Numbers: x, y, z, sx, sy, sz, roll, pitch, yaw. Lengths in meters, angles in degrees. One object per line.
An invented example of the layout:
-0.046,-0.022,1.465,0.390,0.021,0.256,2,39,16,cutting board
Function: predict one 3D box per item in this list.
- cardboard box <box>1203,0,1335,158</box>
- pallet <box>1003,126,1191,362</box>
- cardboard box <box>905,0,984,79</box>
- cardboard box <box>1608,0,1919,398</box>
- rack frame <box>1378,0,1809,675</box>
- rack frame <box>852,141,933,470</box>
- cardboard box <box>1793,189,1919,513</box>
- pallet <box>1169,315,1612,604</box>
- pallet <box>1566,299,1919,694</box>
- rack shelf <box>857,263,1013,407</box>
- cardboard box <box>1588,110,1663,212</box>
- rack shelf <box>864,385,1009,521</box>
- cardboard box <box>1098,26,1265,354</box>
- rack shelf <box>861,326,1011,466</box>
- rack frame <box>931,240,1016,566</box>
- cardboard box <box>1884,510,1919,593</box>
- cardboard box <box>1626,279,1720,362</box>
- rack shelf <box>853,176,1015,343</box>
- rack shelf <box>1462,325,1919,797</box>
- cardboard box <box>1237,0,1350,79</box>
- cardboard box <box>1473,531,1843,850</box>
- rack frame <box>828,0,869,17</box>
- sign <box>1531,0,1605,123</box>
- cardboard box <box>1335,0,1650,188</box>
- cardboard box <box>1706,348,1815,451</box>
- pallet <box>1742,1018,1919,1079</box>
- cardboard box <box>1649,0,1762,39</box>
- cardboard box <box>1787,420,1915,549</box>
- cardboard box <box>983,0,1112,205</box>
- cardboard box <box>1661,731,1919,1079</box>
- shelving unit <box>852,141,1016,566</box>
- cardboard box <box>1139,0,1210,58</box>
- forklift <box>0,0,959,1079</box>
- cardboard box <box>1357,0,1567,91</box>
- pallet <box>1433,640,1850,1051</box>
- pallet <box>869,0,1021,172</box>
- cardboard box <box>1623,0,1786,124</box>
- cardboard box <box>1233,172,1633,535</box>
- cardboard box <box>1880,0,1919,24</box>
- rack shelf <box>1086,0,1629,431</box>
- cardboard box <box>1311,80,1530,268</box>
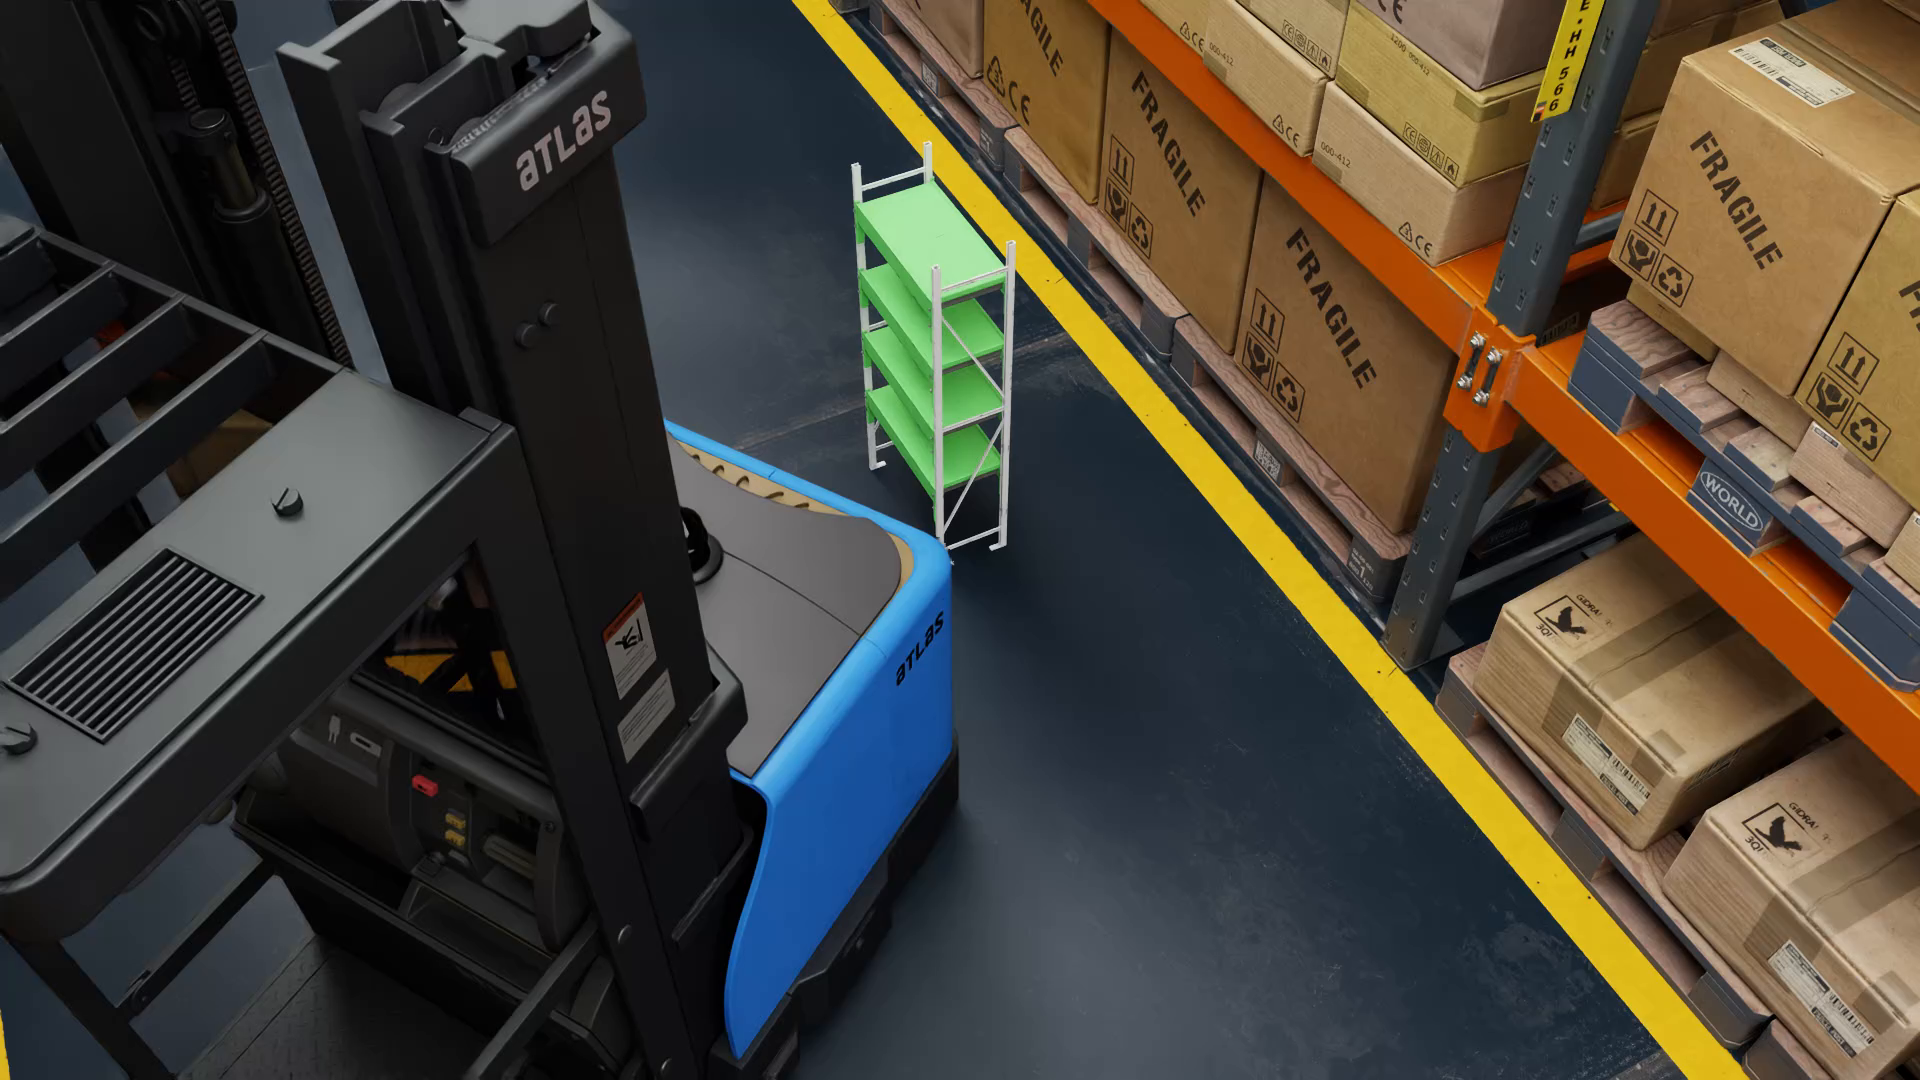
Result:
1.015,-1.341,4.530,0.500,0.250,0.500,-20,52,-17,cardboard box
0.877,-1.256,6.208,1.003,0.211,1.213,-21,52,-18,pallet
0.250,-2.533,6.606,0.875,0.875,0.875,-20,52,-16,cardboard box
1.726,-0.693,3.320,0.500,0.500,0.500,-23,53,-19,cardboard box
1.725,-0.805,3.961,1.000,3.000,0.127,-21,52,-18,rack frame
-0.187,-0.669,5.038,0.240,1.200,0.015,-21,52,-18,rack frame
1.970,-0.347,3.018,0.500,0.500,0.500,-19,51,-16,cardboard box
1.432,-0.441,5.495,1.003,0.211,1.213,-21,52,-18,pallet
2.146,-0.302,3.648,1.213,0.211,1.003,-21,52,-18,pallet
-0.076,-0.622,4.763,0.258,0.148,0.480,-21,52,-18,rack shelf
1.725,-1.170,4.380,0.500,0.250,0.500,-22,52,-18,cardboard box
-0.076,-0.306,5.124,0.258,0.148,0.480,-21,52,-18,rack shelf
1.079,-1.333,5.556,0.875,0.875,0.875,-21,52,-17,cardboard box
-0.076,-0.464,4.943,0.258,0.148,0.480,-21,52,-18,rack shelf
0.036,-0.342,4.752,0.240,1.200,0.015,-21,52,-18,rack frame
2.000,0.012,3.135,0.380,0.149,0.250,-21,52,-17,cardboard box
1.709,-0.579,3.651,0.380,0.149,0.250,-24,53,-20,cardboard box
-0.076,-0.780,4.582,0.258,0.148,0.480,-21,52,-18,rack shelf
2.641,0.770,3.061,1.077,0.370,4.000,-21,52,-18,rack shelf
1.040,-1.499,4.336,0.500,0.250,0.500,-22,53,-18,cardboard box
1.975,0.303,4.459,0.950,0.372,0.625,-24,53,-20,cardboard box
-0.105,-3.482,6.303,1.000,3.000,0.127,-21,52,-18,rack frame
1.233,-0.993,3.356,0.100,0.325,0.005,-21,52,-18,sign
1.278,-1.157,4.037,0.500,0.250,0.500,-21,52,-18,cardboard box
1.808,-0.378,3.476,0.380,0.149,0.250,-24,53,-20,cardboard box
2.636,1.452,3.840,1.003,0.211,1.213,-21,52,-18,pallet
1.717,-1.581,3.910,0.500,0.500,0.500,-23,53,-19,cardboard box
1.893,-0.179,3.302,0.380,0.149,0.250,-24,53,-20,cardboard box
0.670,-1.932,6.079,0.875,0.875,0.875,-20,52,-16,cardboard box
2.320,0.795,4.029,0.950,0.372,0.625,-22,52,-18,cardboard box
-0.076,-0.506,4.895,0.258,1.200,0.503,-21,52,-18,shelving unit
0.799,-1.684,4.829,0.500,0.250,0.500,-22,52,-18,cardboard box
-1.174,0.533,2.836,1.130,2.935,3.031,23,53,19,forklift
1.256,-1.423,3.771,0.500,0.500,0.500,-22,53,-18,cardboard box
2.082,0.637,4.553,1.003,0.211,1.213,-21,52,-18,pallet
0.315,-2.074,6.923,1.003,0.211,1.213,-21,52,-18,pallet
1.713,-1.344,4.201,0.500,0.250,0.500,-22,52,-18,cardboard box
1.483,-0.735,5.032,0.875,0.875,0.875,-22,52,-18,cardboard box
2.181,-0.866,3.471,0.500,0.500,0.500,-23,53,-19,cardboard box
0.810,-1.907,5.403,1.077,0.370,4.000,-21,52,-18,rack shelf
1.263,-1.005,4.236,0.500,0.250,0.500,-23,53,-19,cardboard box
